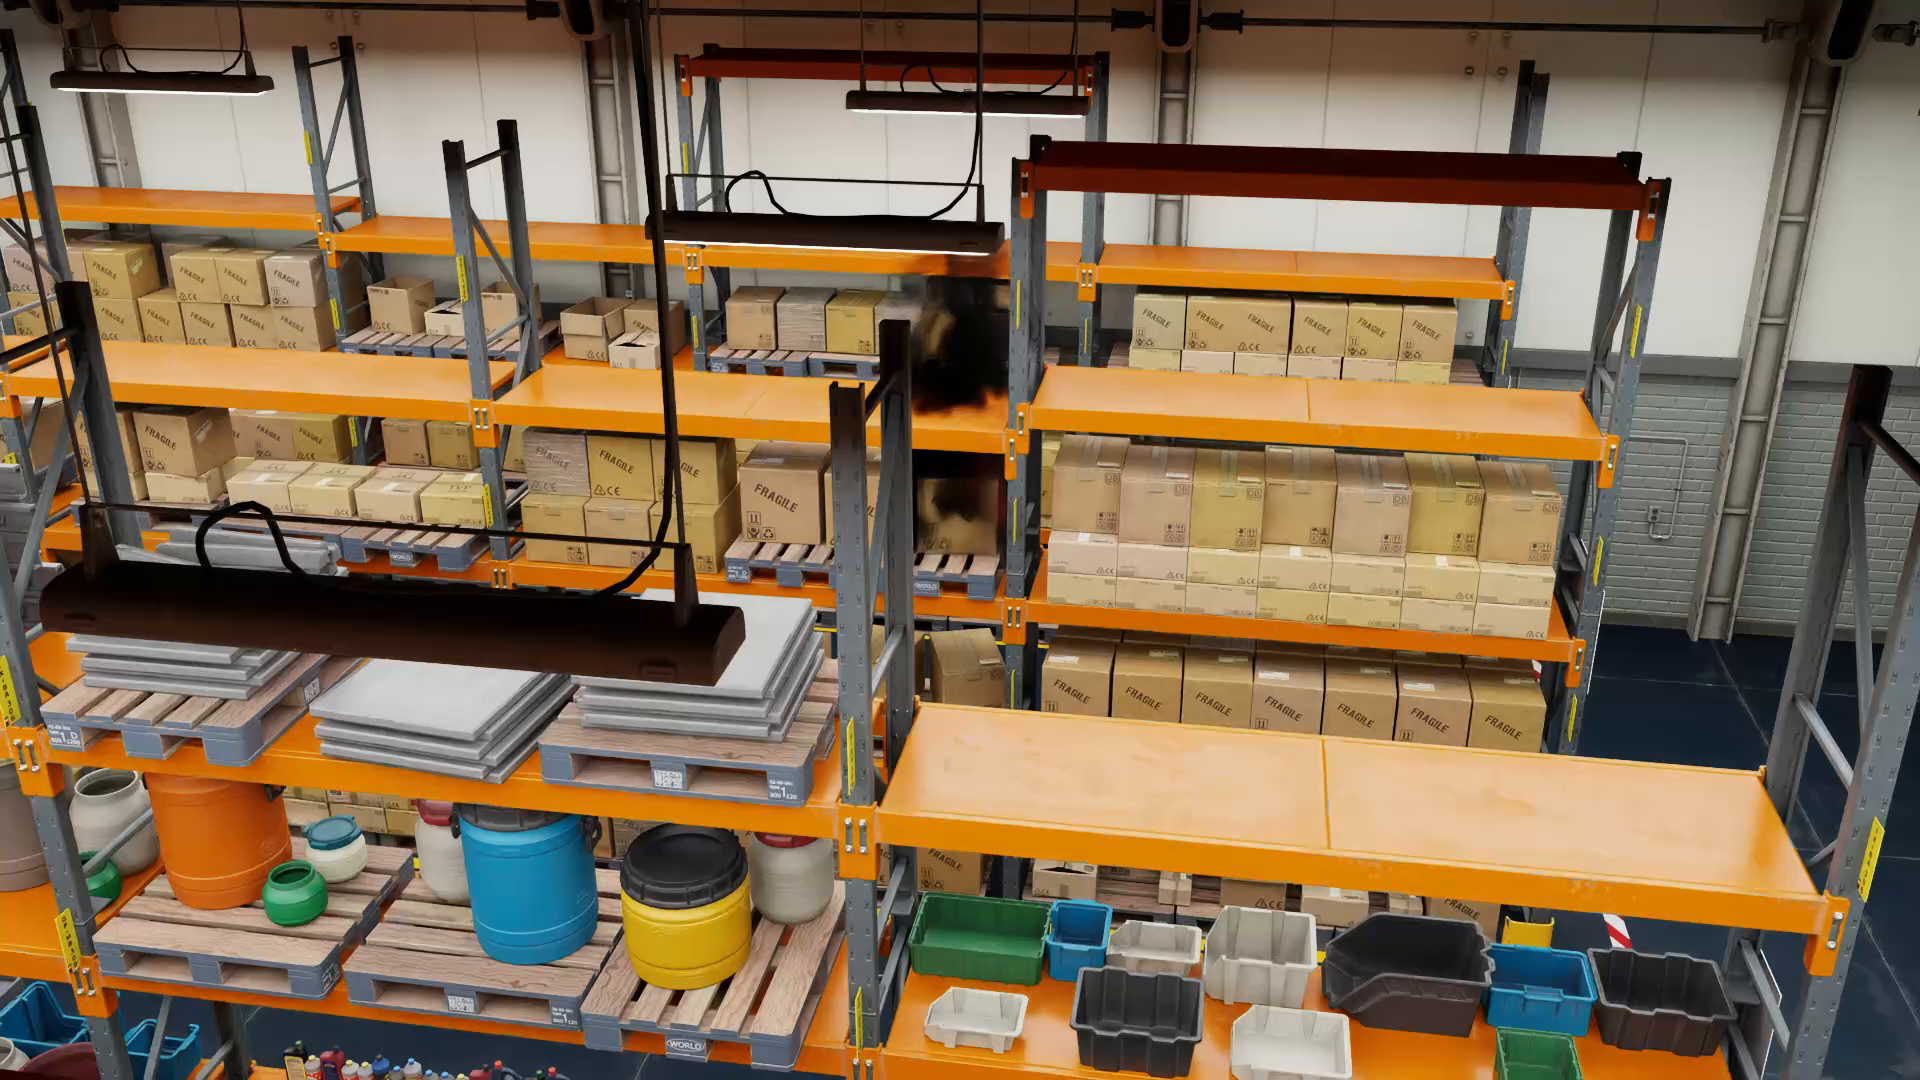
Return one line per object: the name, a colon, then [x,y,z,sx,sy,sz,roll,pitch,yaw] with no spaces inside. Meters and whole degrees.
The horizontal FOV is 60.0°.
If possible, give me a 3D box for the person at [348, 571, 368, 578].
person: [-5.857,0.912,16.225,0.549,1.543,0.529,1,23,2]
